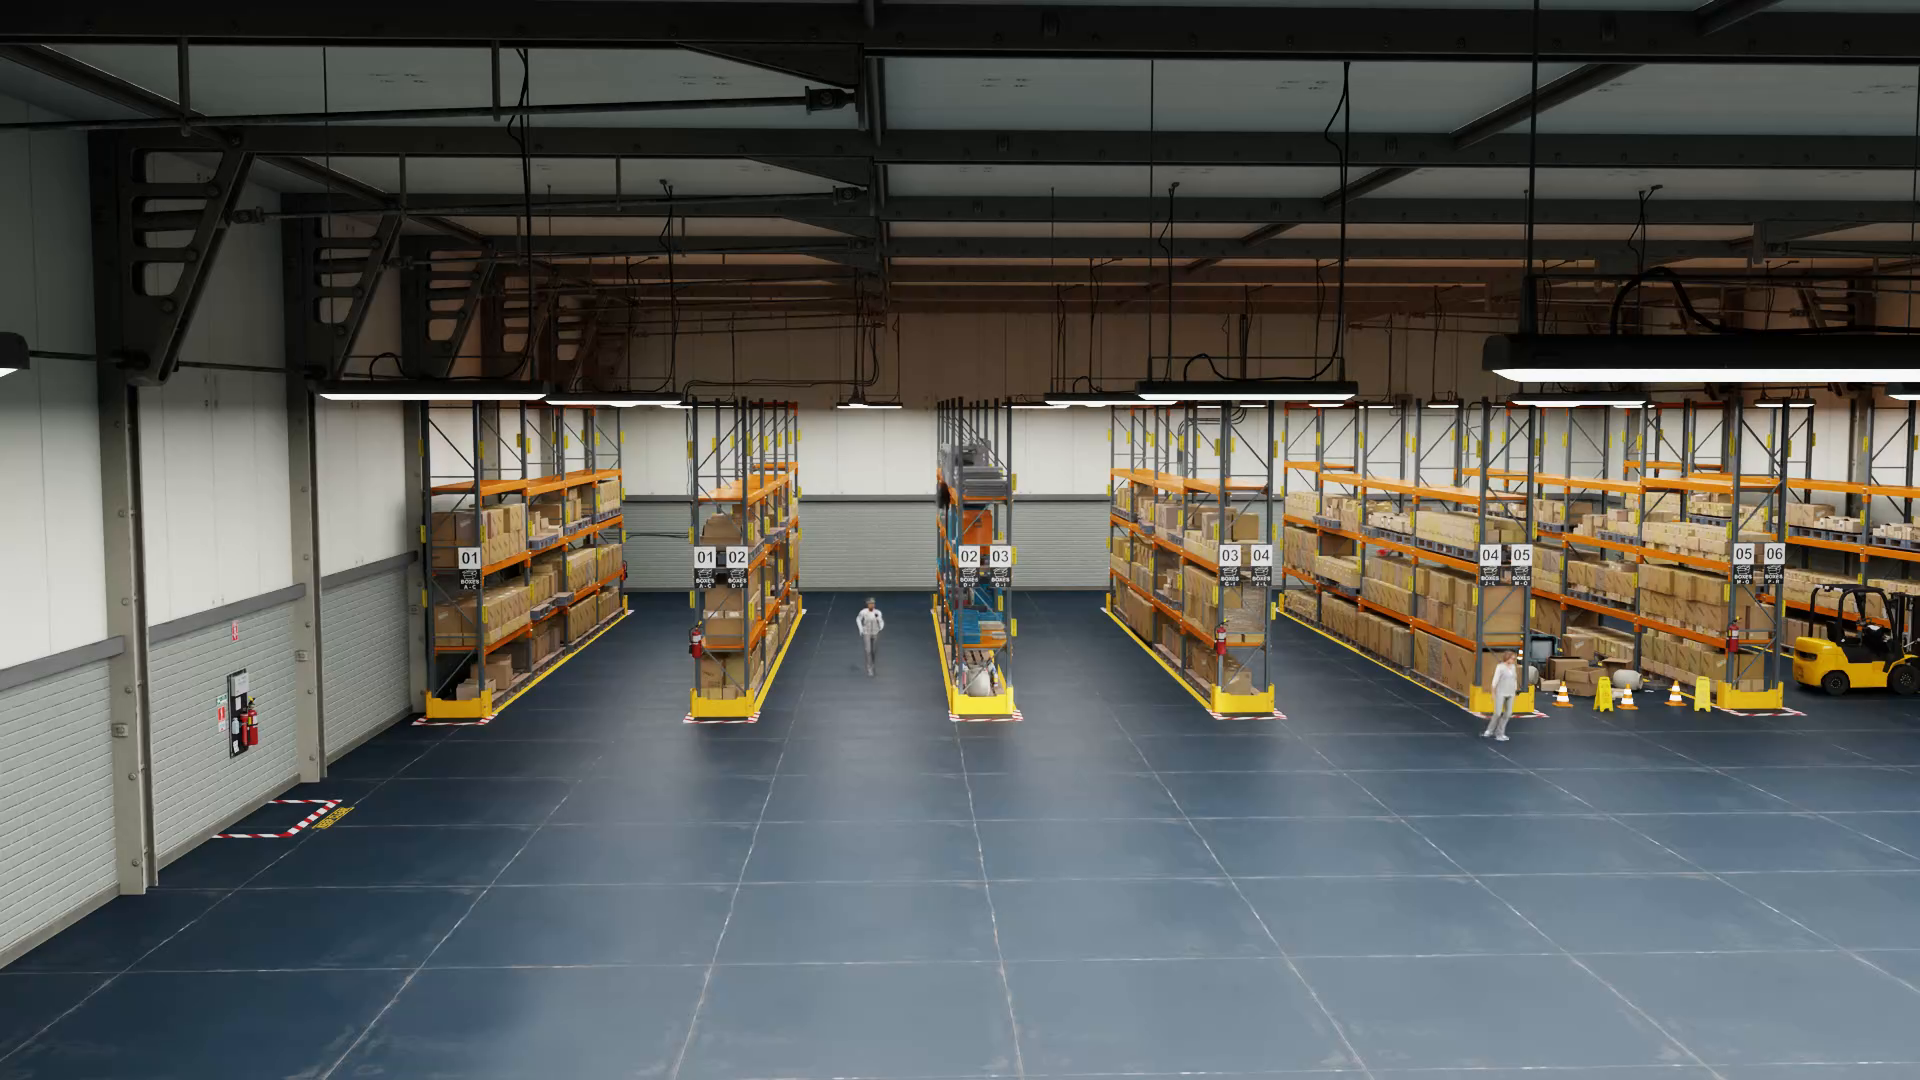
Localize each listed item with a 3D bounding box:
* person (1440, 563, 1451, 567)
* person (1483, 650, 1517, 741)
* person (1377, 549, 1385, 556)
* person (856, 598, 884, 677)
[{"bbox_3d":[14.927,0.867,50.927,1.067,1.768,0.704,-2,5,-20],"label":"person"},{"bbox_3d":[9.397,2.704,28.905,0.541,1.578,0.433,-2,5,-22],"label":"person"},{"bbox_3d":[12.599,1.098,49.177,0.772,1.672,0.679,-1,5,-13],"label":"person"},{"bbox_3d":[-1.957,2.085,36.368,0.590,1.703,0.890,-1,5,-13],"label":"person"}]
